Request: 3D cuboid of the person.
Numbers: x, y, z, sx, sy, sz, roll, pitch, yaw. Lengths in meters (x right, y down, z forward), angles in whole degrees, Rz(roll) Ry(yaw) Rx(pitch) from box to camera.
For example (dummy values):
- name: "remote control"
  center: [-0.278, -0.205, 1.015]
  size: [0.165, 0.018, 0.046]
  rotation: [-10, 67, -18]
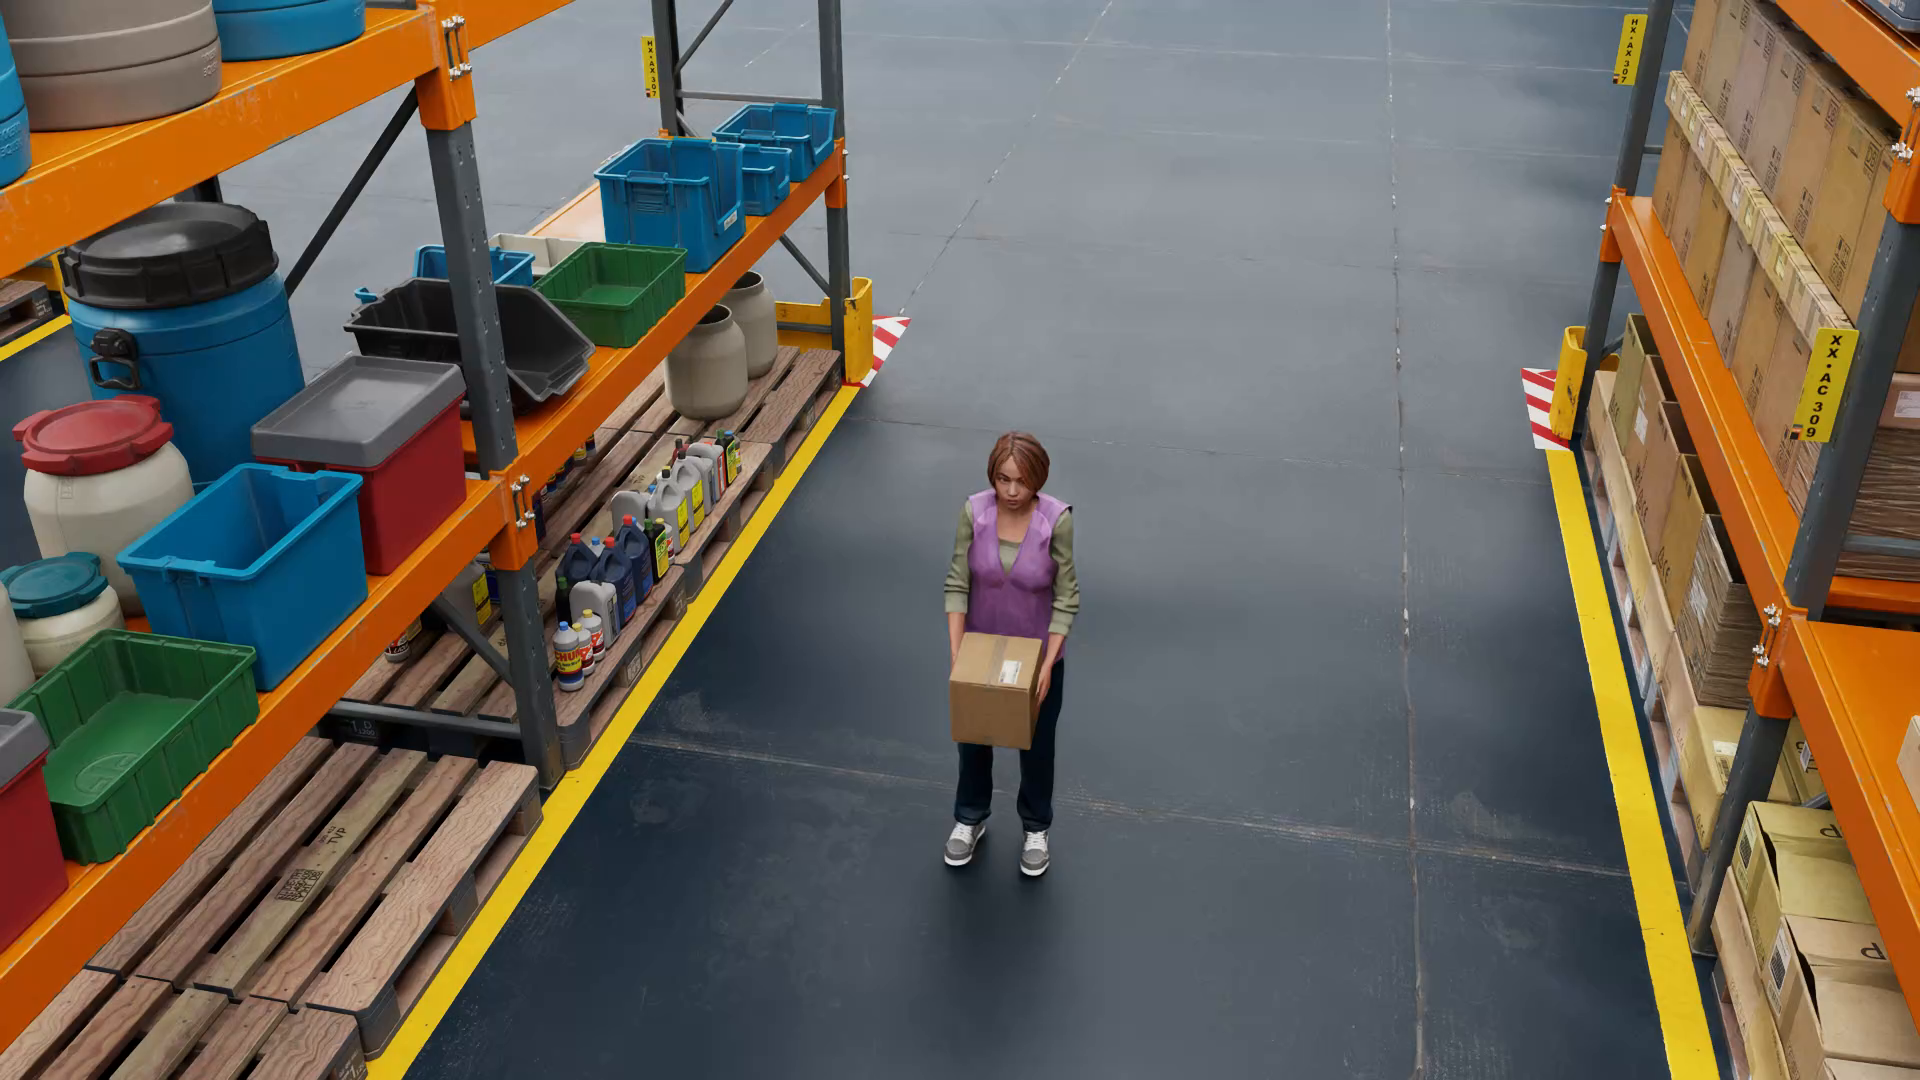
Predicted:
- name: "person"
  center: [0.158, 0.400, 5.417]
  size: [0.444, 1.596, 0.424]
  rotation: [6, 30, 10]
